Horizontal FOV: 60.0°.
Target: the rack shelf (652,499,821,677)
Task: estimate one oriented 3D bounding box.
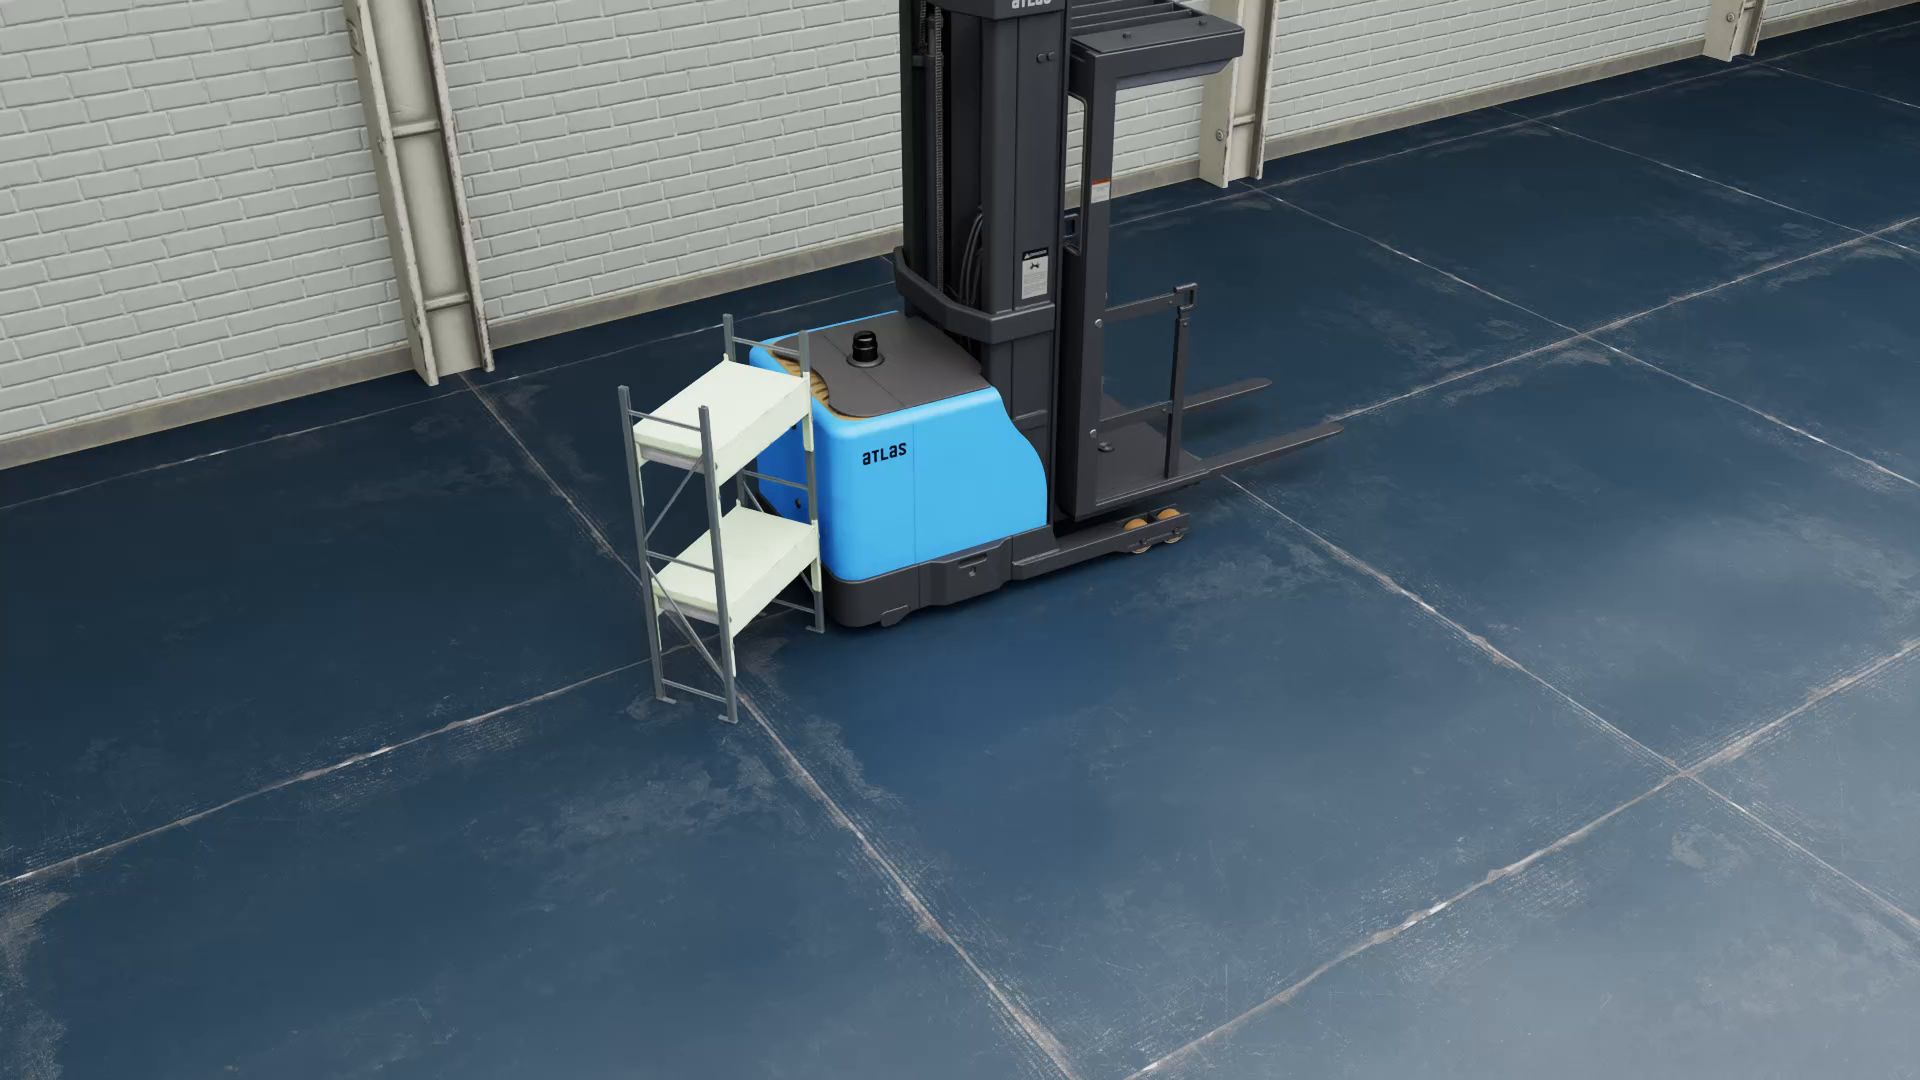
[{"bbox_3d":[-0.963,0.193,7.148,0.431,0.370,0.720,15,35,22],"label":"rack shelf"}]

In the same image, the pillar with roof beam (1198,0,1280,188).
[{"bbox_3d":[4.375,-4.629,7.154,0.400,9.000,9.100,-19,37,-27],"label":"pillar with roof beam"}]

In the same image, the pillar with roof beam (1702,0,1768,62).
[{"bbox_3d":[9.418,-6.364,9.904,0.400,9.000,9.100,-19,37,-27],"label":"pillar with roof beam"}]

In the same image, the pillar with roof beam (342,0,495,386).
[{"bbox_3d":[-0.669,-2.895,4.405,0.400,9.000,9.100,-19,37,-27],"label":"pillar with roof beam"}]

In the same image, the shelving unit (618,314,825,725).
[{"bbox_3d":[-0.964,-0.083,6.974,0.431,1.500,0.755,15,35,22],"label":"shelving unit"}]

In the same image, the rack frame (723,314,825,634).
[{"bbox_3d":[-0.803,-0.258,7.252,0.400,1.500,0.023,15,35,22],"label":"rack frame"}]

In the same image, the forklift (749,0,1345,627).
[{"bbox_3d":[0.550,-1.403,7.728,3.031,2.935,1.130,-17,36,-24],"label":"forklift"}]

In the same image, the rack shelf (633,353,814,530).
[{"bbox_3d":[-0.964,-0.413,6.766,0.431,0.370,0.720,15,35,22],"label":"rack shelf"}]

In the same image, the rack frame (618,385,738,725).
[{"bbox_3d":[-1.124,0.093,6.696,0.400,1.500,0.023,15,35,22],"label":"rack frame"}]
